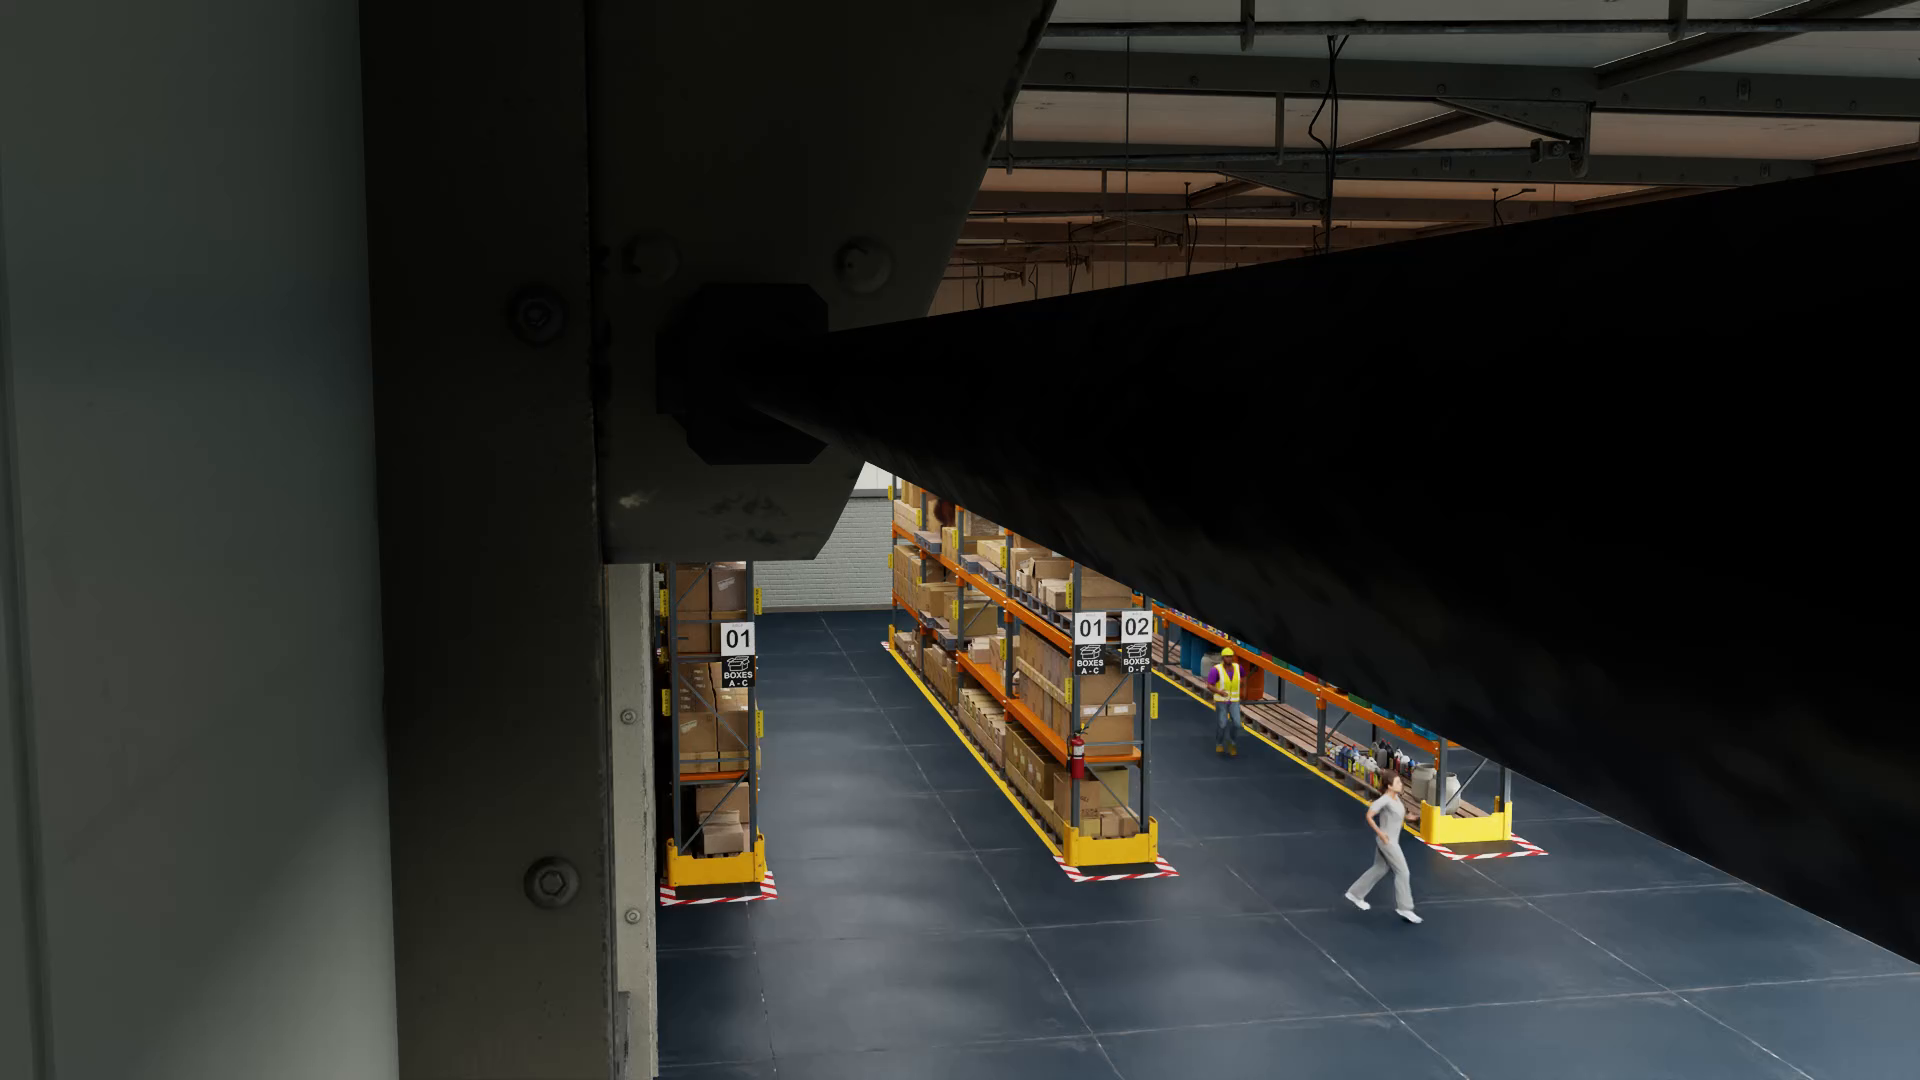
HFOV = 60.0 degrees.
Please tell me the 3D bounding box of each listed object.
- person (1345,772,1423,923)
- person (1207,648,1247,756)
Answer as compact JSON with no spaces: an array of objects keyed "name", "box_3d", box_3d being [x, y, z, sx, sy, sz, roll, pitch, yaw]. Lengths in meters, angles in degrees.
[{"name":"person","box_3d":[4.841,3.458,18.917,0.874,1.703,0.549,2,7,19]},{"name":"person","box_3d":[4.297,2.601,26.577,0.725,1.783,0.685,-1,6,-9]}]
